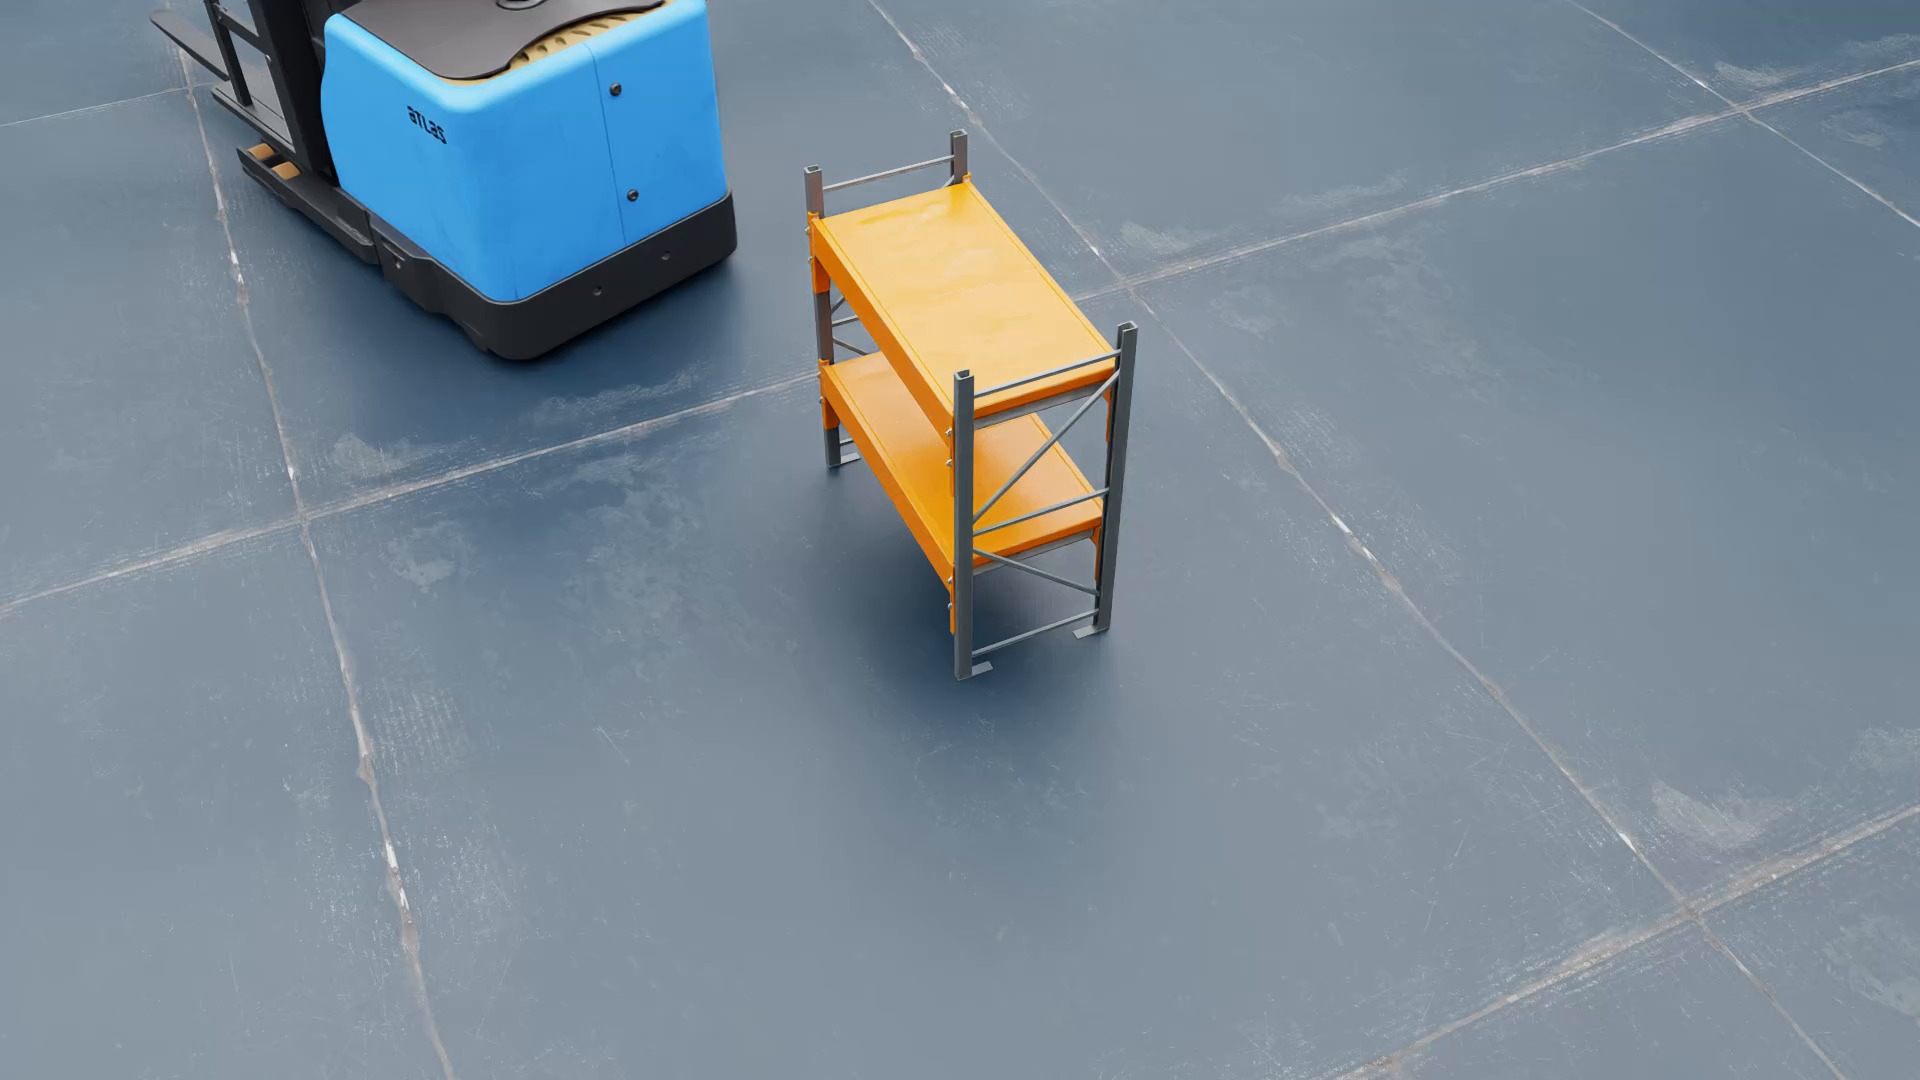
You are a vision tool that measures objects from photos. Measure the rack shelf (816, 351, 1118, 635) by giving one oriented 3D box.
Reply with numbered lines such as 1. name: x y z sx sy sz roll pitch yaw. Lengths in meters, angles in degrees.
1. rack shelf: 0.003 -0.222 5.022 0.538 0.278 1.000 -18 47 -17

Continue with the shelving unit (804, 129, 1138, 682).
1. shelving unit: 0.003 -0.396 4.851 0.538 1.125 1.048 -18 47 -17

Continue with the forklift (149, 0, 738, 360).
1. forklift: -2.237 -2.598 5.796 3.031 2.935 1.130 35 54 30

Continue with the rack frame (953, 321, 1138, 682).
1. rack frame: 0.217 -0.072 4.522 0.500 1.125 0.032 -18 47 -17

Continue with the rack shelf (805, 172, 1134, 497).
1. rack shelf: 0.003 -0.604 4.645 0.538 0.278 1.000 -18 47 -17

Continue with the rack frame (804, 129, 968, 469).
1. rack frame: -0.211 -0.720 5.179 0.500 1.125 0.032 -18 47 -17
